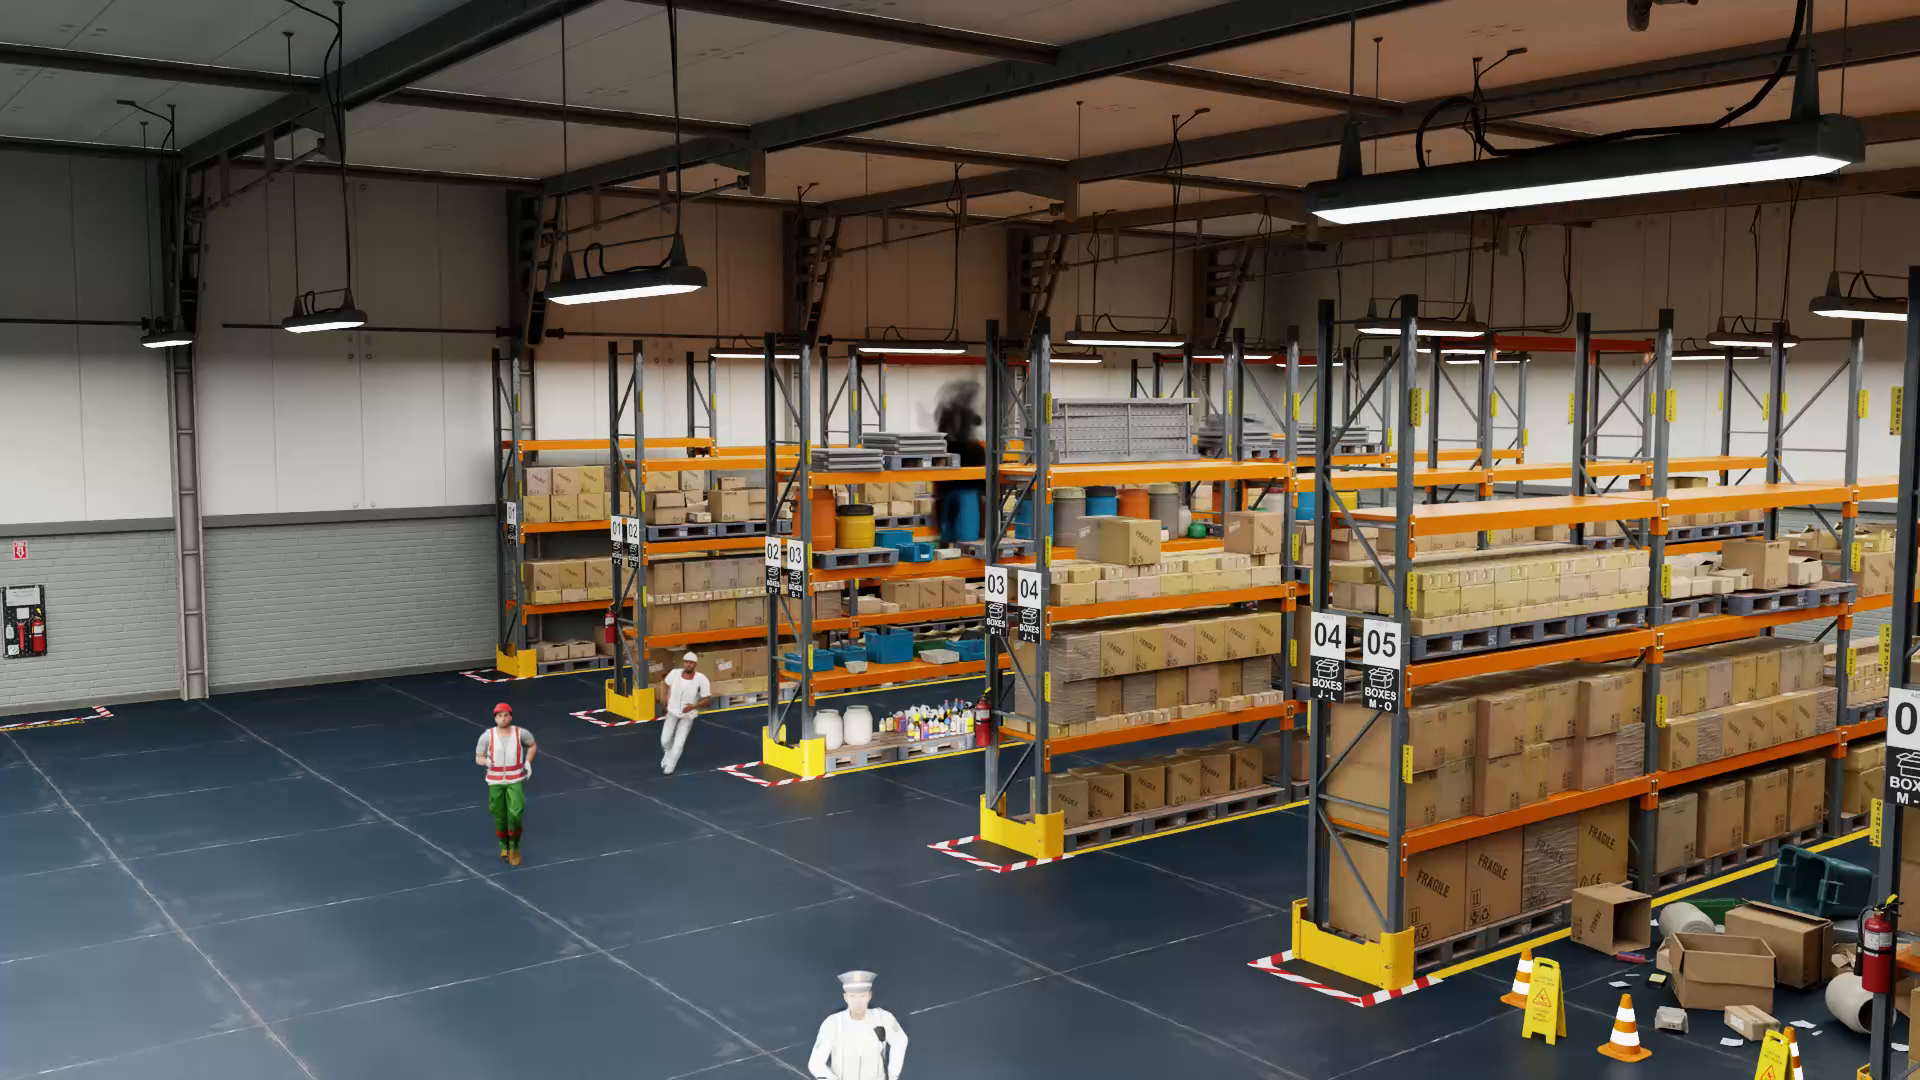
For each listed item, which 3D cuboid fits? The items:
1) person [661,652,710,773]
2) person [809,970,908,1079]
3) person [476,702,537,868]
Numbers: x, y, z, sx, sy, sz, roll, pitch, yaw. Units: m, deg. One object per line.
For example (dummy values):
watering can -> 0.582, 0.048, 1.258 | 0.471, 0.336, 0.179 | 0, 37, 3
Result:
person -> -3.745, 2.340, 22.528 | 0.745, 1.675, 0.563 | 0, 5, 5
person -> -0.612, 3.428, 10.150 | 0.616, 1.692, 0.901 | -1, 5, -6
person -> -4.964, 2.683, 18.189 | 0.635, 1.809, 0.681 | -1, 5, -12
